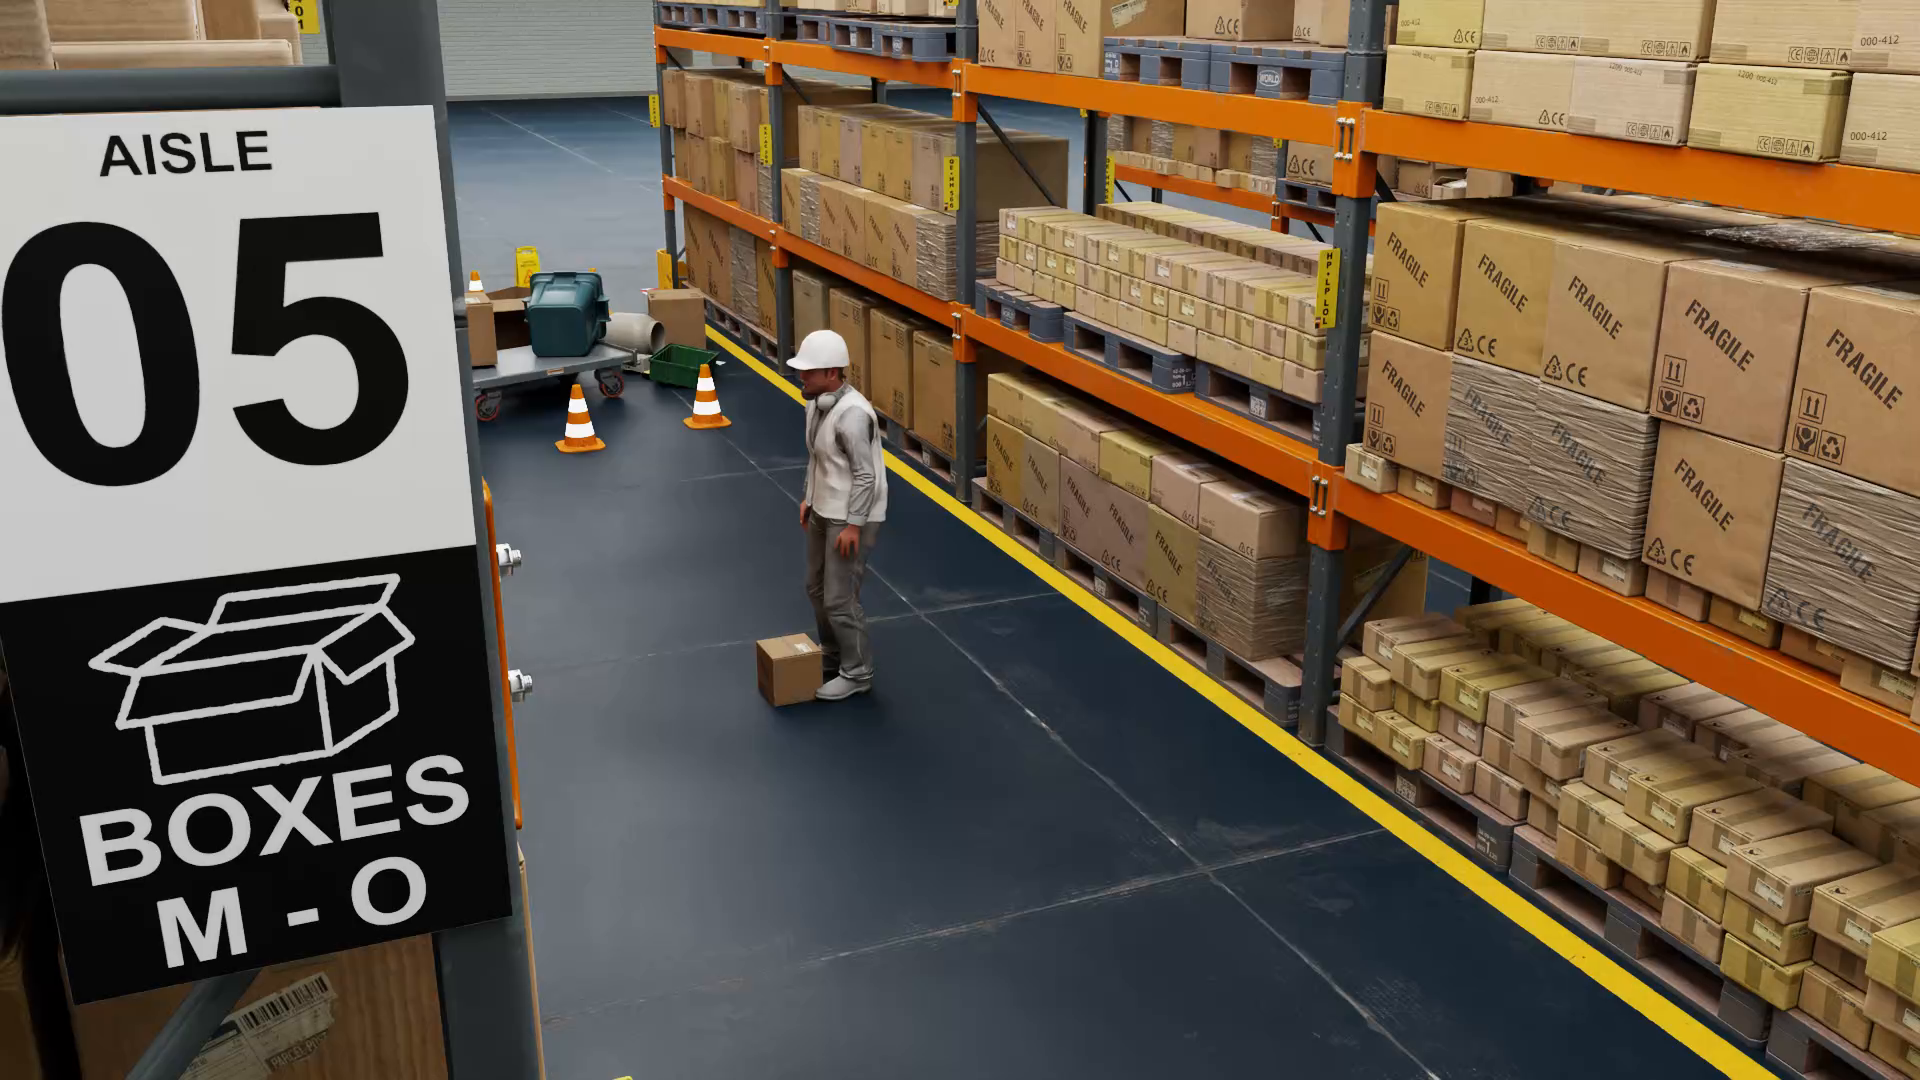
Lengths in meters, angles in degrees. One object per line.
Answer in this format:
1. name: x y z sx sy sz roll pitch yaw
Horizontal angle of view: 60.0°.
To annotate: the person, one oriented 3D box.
1. person: -0.584 -0.126 7.893 0.457 1.772 0.593 -9 21 -25
